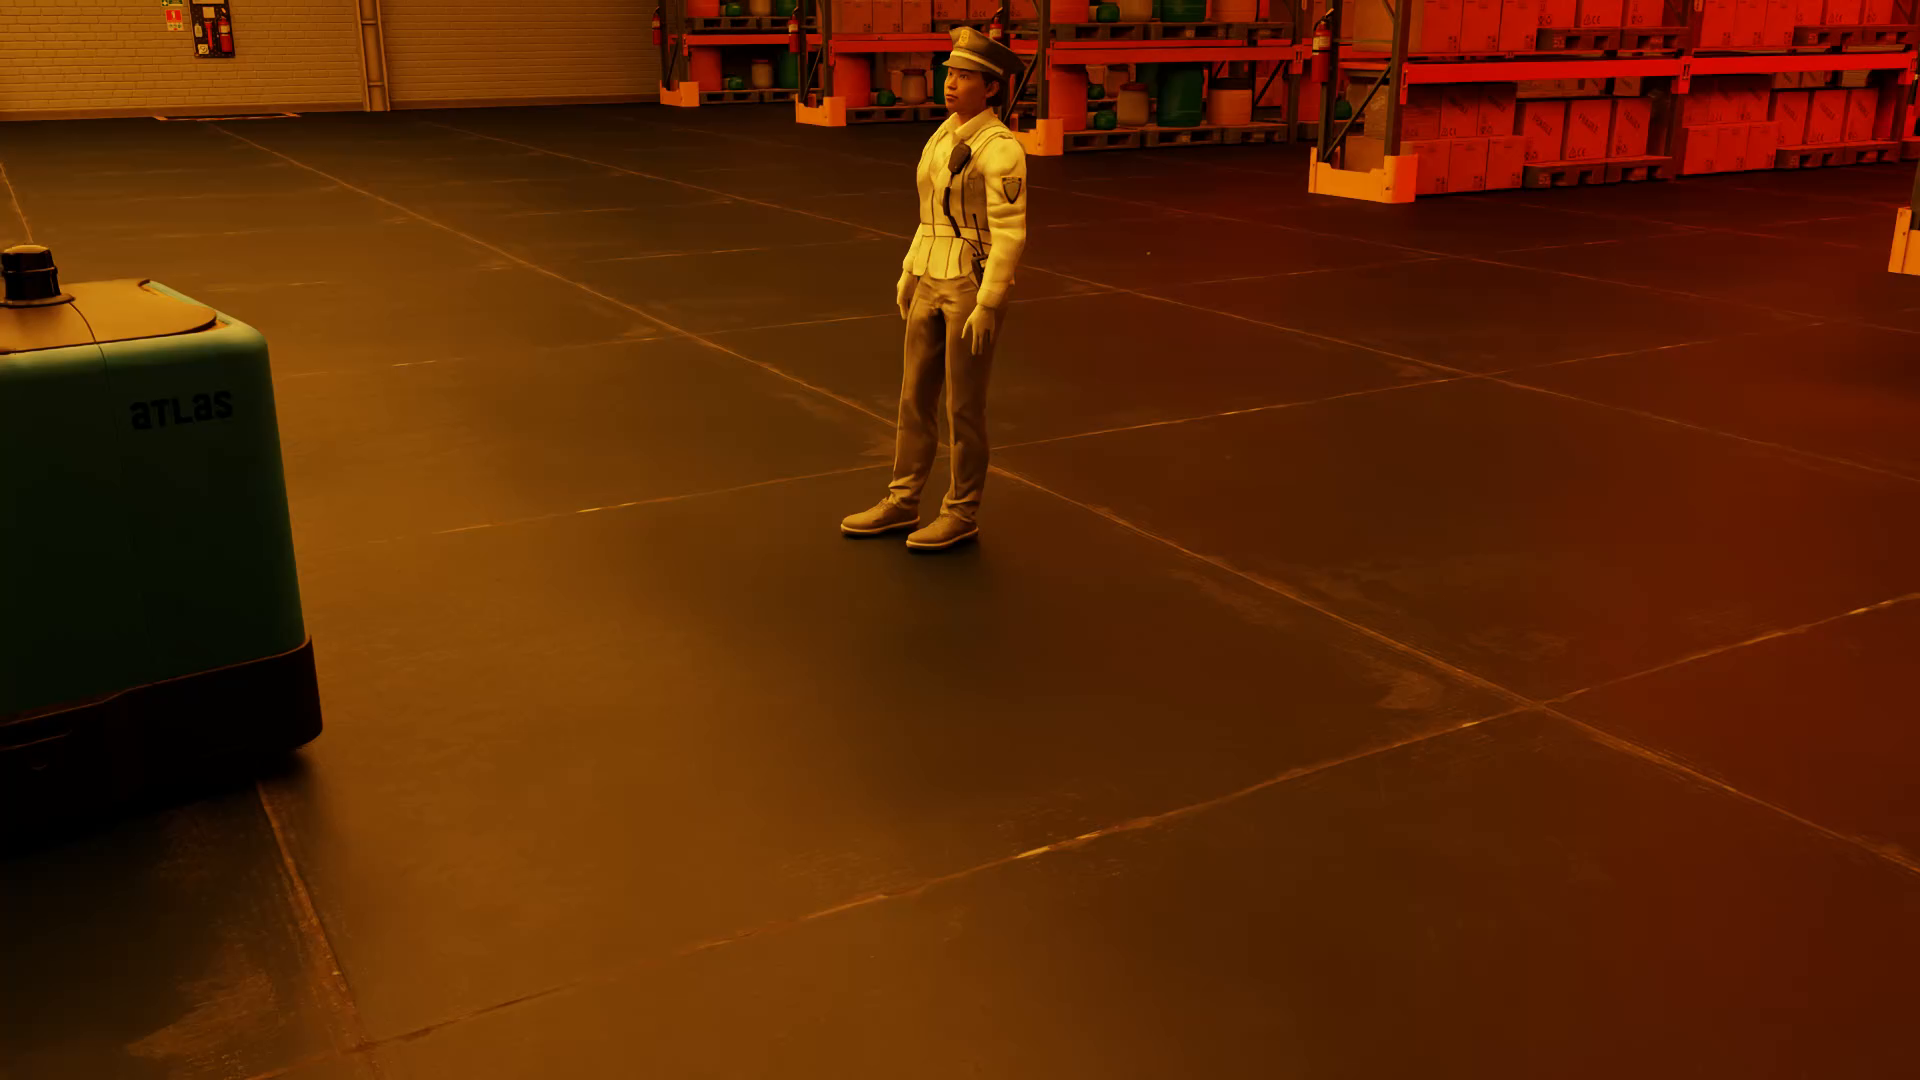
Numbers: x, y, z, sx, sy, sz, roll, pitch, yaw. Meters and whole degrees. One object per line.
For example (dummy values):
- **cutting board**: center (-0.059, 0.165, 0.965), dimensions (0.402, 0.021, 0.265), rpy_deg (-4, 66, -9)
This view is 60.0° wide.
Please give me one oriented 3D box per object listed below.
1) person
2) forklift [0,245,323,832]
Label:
- **person**: center (-0.063, -0.805, 5.471), dimensions (0.530, 1.694, 0.586), rpy_deg (-10, 20, -29)
- **forklift**: center (-3.027, -0.683, 3.100), dimensions (3.031, 2.935, 1.130), rpy_deg (-14, 22, -36)
